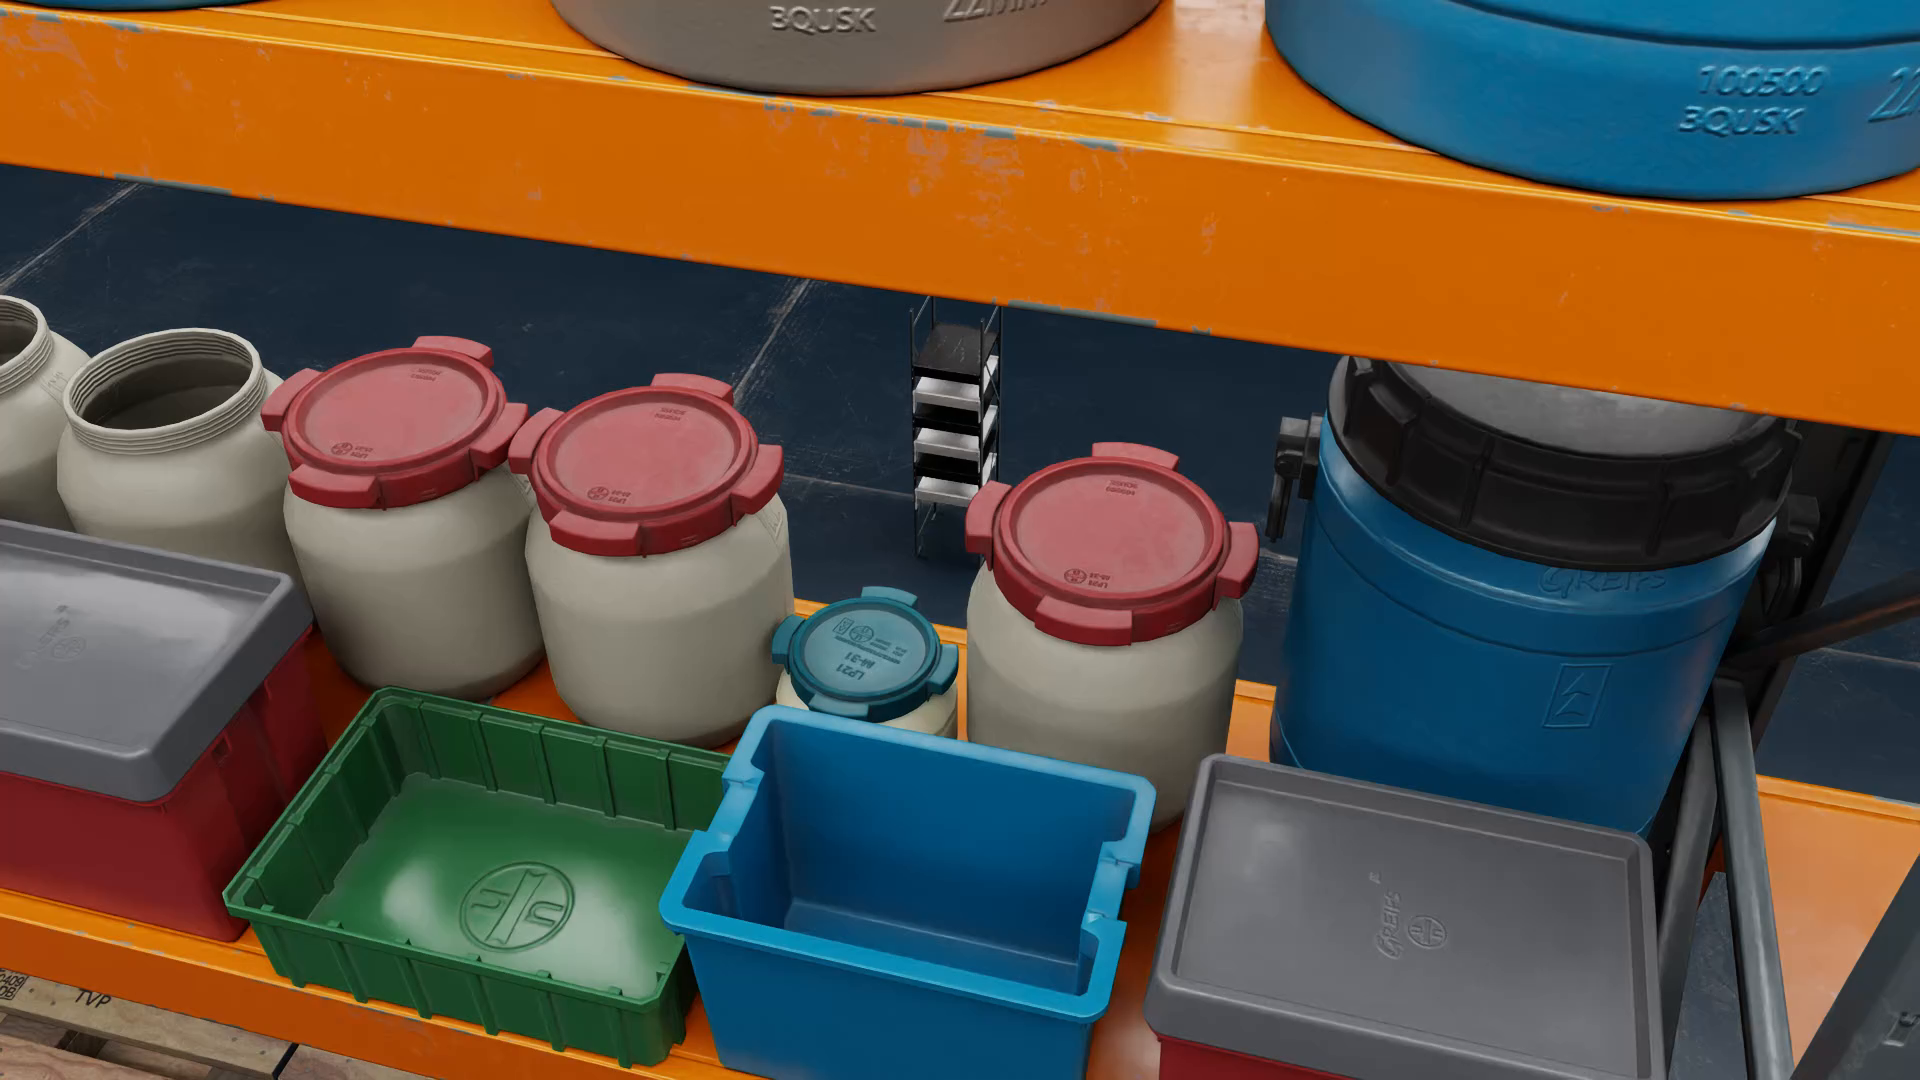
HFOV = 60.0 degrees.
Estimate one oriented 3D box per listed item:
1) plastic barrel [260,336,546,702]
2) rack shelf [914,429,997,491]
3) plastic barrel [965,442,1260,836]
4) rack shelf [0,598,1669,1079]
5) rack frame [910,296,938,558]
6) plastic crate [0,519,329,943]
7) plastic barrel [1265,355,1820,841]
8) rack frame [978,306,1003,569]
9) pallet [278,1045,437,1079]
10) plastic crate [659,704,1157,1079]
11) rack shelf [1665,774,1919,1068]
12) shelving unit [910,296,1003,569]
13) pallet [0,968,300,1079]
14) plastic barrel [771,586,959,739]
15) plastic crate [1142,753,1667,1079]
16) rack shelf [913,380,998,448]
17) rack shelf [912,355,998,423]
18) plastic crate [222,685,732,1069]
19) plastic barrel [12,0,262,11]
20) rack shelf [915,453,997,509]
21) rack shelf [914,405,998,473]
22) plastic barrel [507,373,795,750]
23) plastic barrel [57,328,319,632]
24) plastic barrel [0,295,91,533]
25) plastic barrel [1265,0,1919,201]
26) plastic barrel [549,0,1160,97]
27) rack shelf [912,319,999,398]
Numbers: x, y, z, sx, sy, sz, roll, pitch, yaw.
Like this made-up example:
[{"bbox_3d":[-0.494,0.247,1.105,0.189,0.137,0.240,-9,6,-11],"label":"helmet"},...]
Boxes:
[{"bbox_3d":[-0.906,-0.013,2.827,0.433,0.535,0.433,0,40,0],"label":"plastic barrel"},{"bbox_3d":[-0.008,-0.252,5.042,0.200,0.077,0.258,10,41,11],"label":"rack shelf"},{"bbox_3d":[0.221,0.181,2.596,0.433,0.535,0.433,0,40,0],"label":"plastic barrel"},{"bbox_3d":[-0.844,0.472,2.916,4.000,0.370,1.077,10,41,11],"label":"rack shelf"},{"bbox_3d":[-0.106,-0.363,4.982,0.006,0.900,0.240,10,41,11],"label":"rack frame"},{"bbox_3d":[-1.294,0.298,2.513,0.583,0.464,0.402,10,41,11],"label":"plastic crate"},{"bbox_3d":[0.794,0.084,2.428,0.708,0.901,0.600,10,41,11],"label":"plastic barrel"},{"bbox_3d":[0.090,-0.329,4.942,0.006,0.900,0.240,10,41,11],"label":"rack frame"},{"bbox_3d":[-0.862,1.288,3.552,1.213,0.211,1.003,10,41,11],"label":"pallet"},{"bbox_3d":[-0.058,0.545,2.282,0.575,0.384,0.392,10,41,11],"label":"plastic crate"},{"bbox_3d":[3.021,1.136,2.124,4.000,0.370,1.077,10,41,11],"label":"rack shelf"},{"bbox_3d":[-0.008,-0.346,4.962,0.210,0.900,0.258,10,41,11],"label":"shelving unit"},{"bbox_3d":[-2.037,1.084,3.795,1.213,0.211,1.003,10,41,11],"label":"pallet"},{"bbox_3d":[-0.150,0.266,2.708,0.301,0.262,0.301,0,40,0],"label":"plastic barrel"},{"bbox_3d":[0.542,0.614,2.137,0.583,0.464,0.402,10,41,11],"label":"plastic crate"},{"bbox_3d":[-0.008,-0.389,4.926,0.200,0.077,0.258,10,41,11],"label":"rack shelf"},{"bbox_3d":[-0.008,-0.458,4.868,0.200,0.077,0.258,10,41,11],"label":"rack shelf"},{"bbox_3d":[-0.667,0.496,2.492,0.662,0.188,0.450,10,41,11],"label":"plastic crate"},{"bbox_3d":[-0.722,-0.979,1.361,0.708,0.901,0.600,10,41,11],"label":"plastic barrel"},{"bbox_3d":[-0.008,-0.183,5.099,0.200,0.077,0.258,10,41,11],"label":"rack shelf"},{"bbox_3d":[-0.008,-0.320,4.984,0.200,0.077,0.258,10,41,11],"label":"rack shelf"},{"bbox_3d":[-0.488,0.059,2.741,0.433,0.535,0.433,0,40,0],"label":"plastic barrel"},{"bbox_3d":[-1.320,-0.071,2.915,0.421,0.512,0.421,0,40,0],"label":"plastic barrel"},{"bbox_3d":[-1.727,-0.141,2.999,0.421,0.512,0.421,0,40,0],"label":"plastic barrel"},{"bbox_3d":[0.541,-0.762,1.103,0.708,0.901,0.600,10,41,11],"label":"plastic barrel"},{"bbox_3d":[-0.091,-0.871,1.232,0.600,0.901,0.600,0,40,0],"label":"plastic barrel"},{"bbox_3d":[-0.008,-0.527,4.810,0.200,0.077,0.258,10,41,11],"label":"rack shelf"}]
